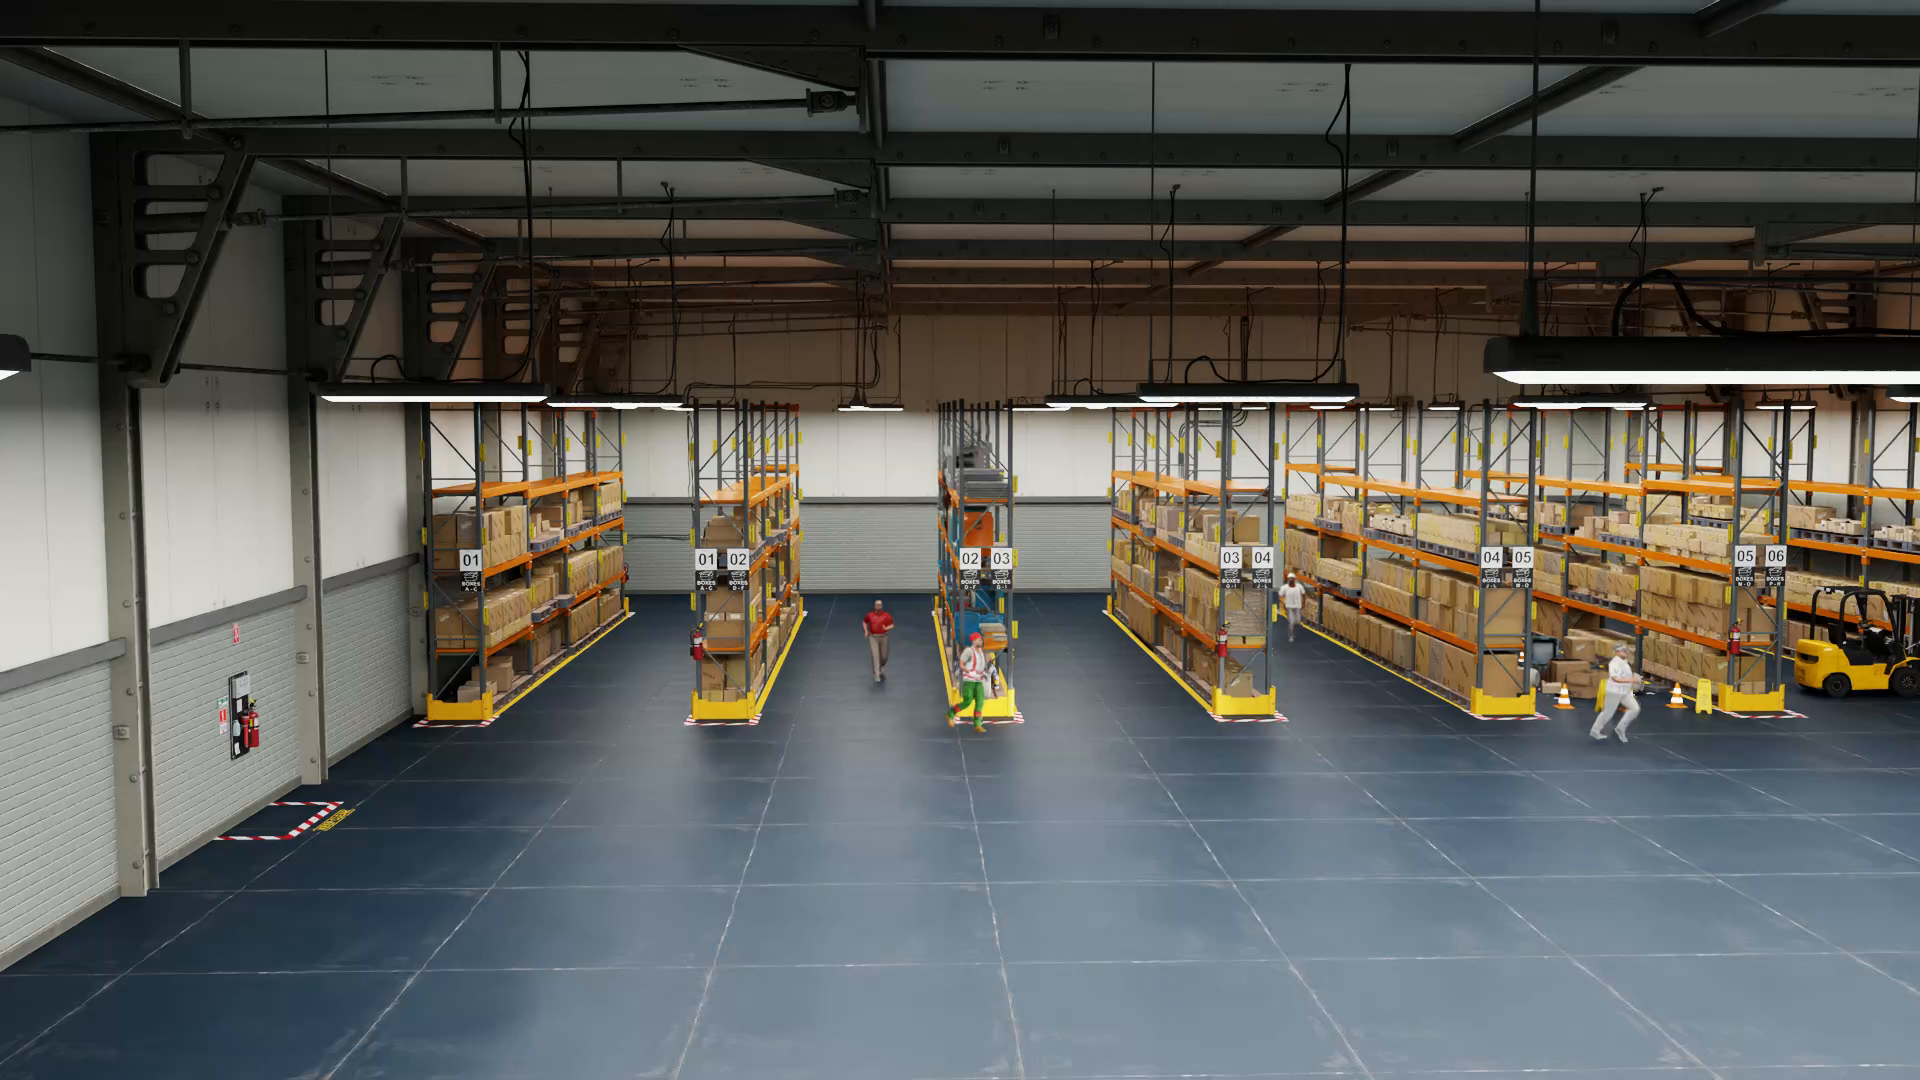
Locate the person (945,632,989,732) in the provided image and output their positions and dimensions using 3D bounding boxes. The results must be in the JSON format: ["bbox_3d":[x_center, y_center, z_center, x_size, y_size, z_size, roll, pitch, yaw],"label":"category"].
[{"bbox_3d":[0.242,2.551,30.104,0.865,1.757,0.723,3,5,36],"label":"person"}]

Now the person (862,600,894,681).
[{"bbox_3d":[-1.755,2.142,35.794,0.673,1.699,0.944,0,4,-6],"label":"person"}]

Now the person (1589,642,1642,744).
[{"bbox_3d":[11.448,2.647,28.905,0.673,1.794,0.880,-4,6,-42],"label":"person"}]

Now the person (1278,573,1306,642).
[{"bbox_3d":[8.356,1.692,41.821,0.698,1.729,0.546,0,4,1],"label":"person"}]
